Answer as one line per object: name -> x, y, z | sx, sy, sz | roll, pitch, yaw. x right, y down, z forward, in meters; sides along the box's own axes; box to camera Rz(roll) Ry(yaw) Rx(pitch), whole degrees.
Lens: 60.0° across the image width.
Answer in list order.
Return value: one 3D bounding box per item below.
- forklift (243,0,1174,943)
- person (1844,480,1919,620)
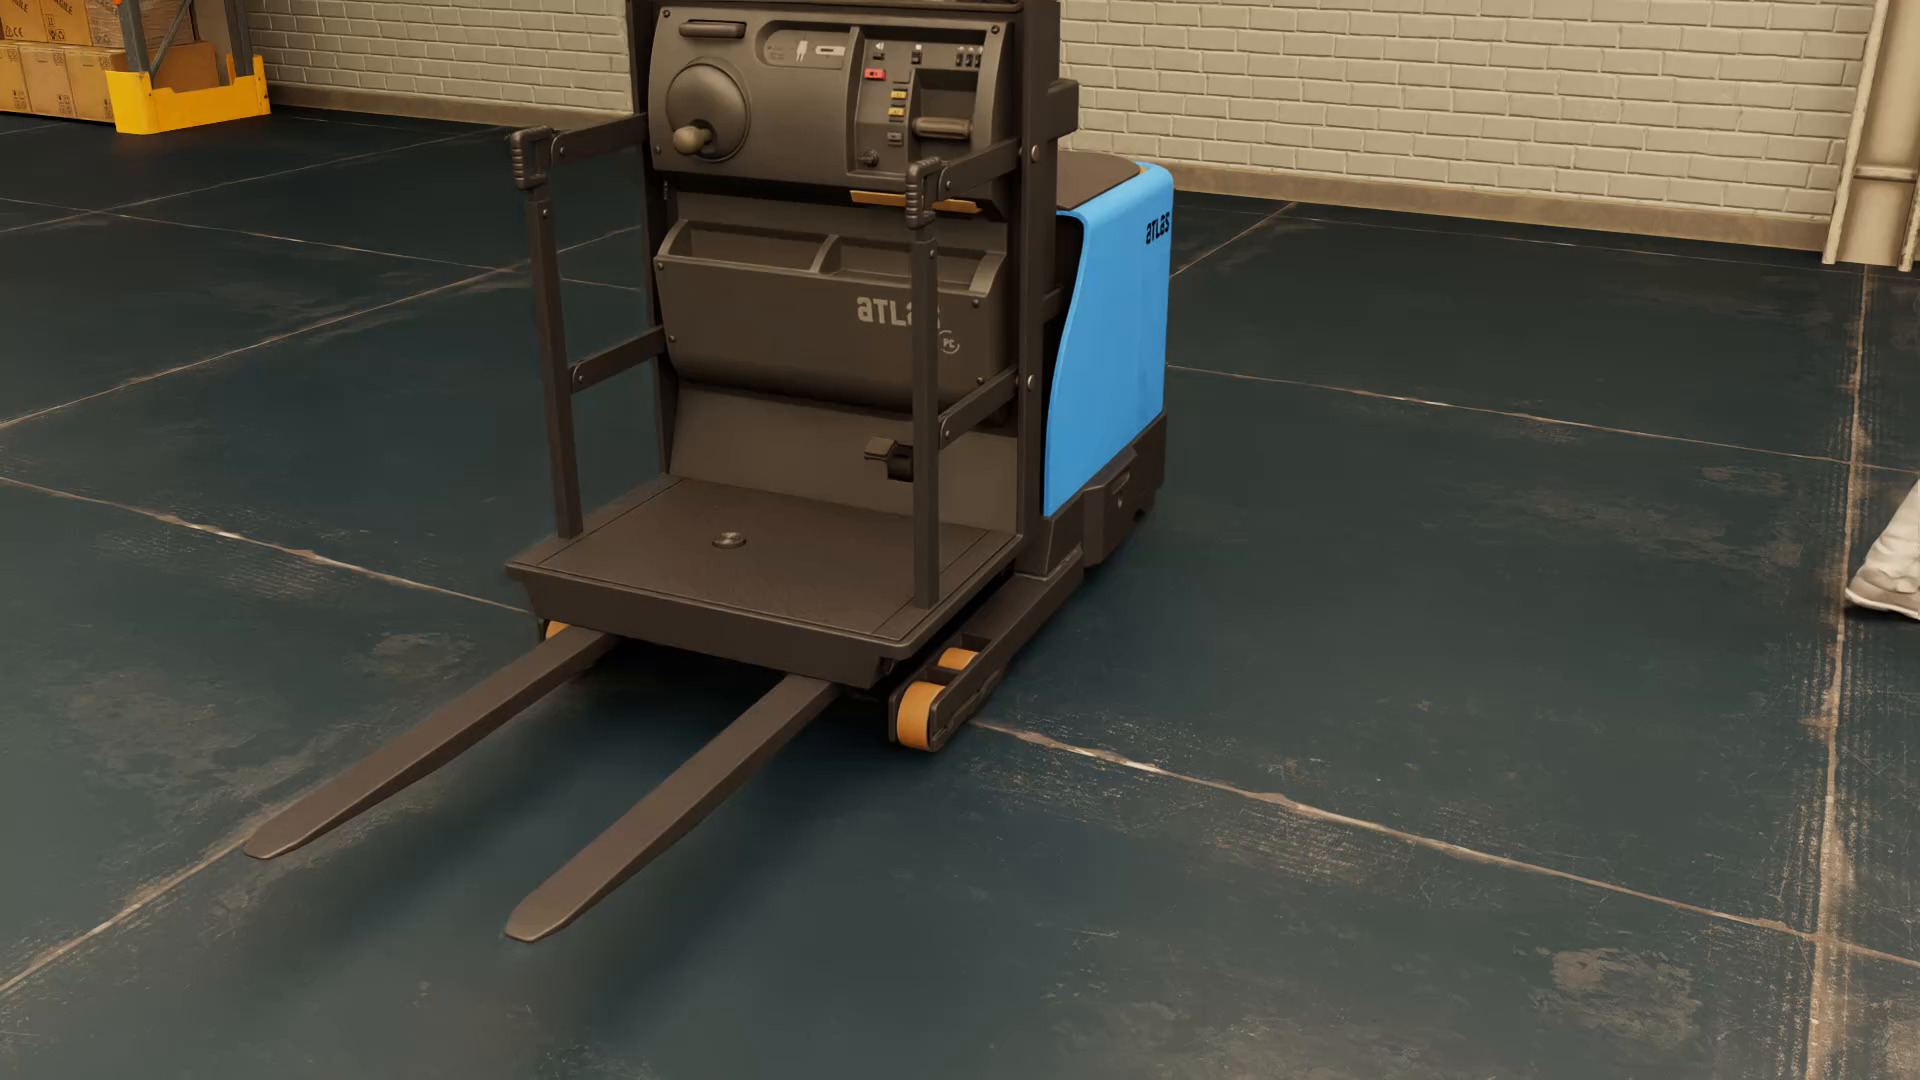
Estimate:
forklift -> -0.417, -1.044, 3.773 | 1.130, 2.935, 3.031 | 10, 25, 22
person -> 2.787, -0.476, 4.120 | 0.722, 1.643, 0.894 | 3, 23, 6
